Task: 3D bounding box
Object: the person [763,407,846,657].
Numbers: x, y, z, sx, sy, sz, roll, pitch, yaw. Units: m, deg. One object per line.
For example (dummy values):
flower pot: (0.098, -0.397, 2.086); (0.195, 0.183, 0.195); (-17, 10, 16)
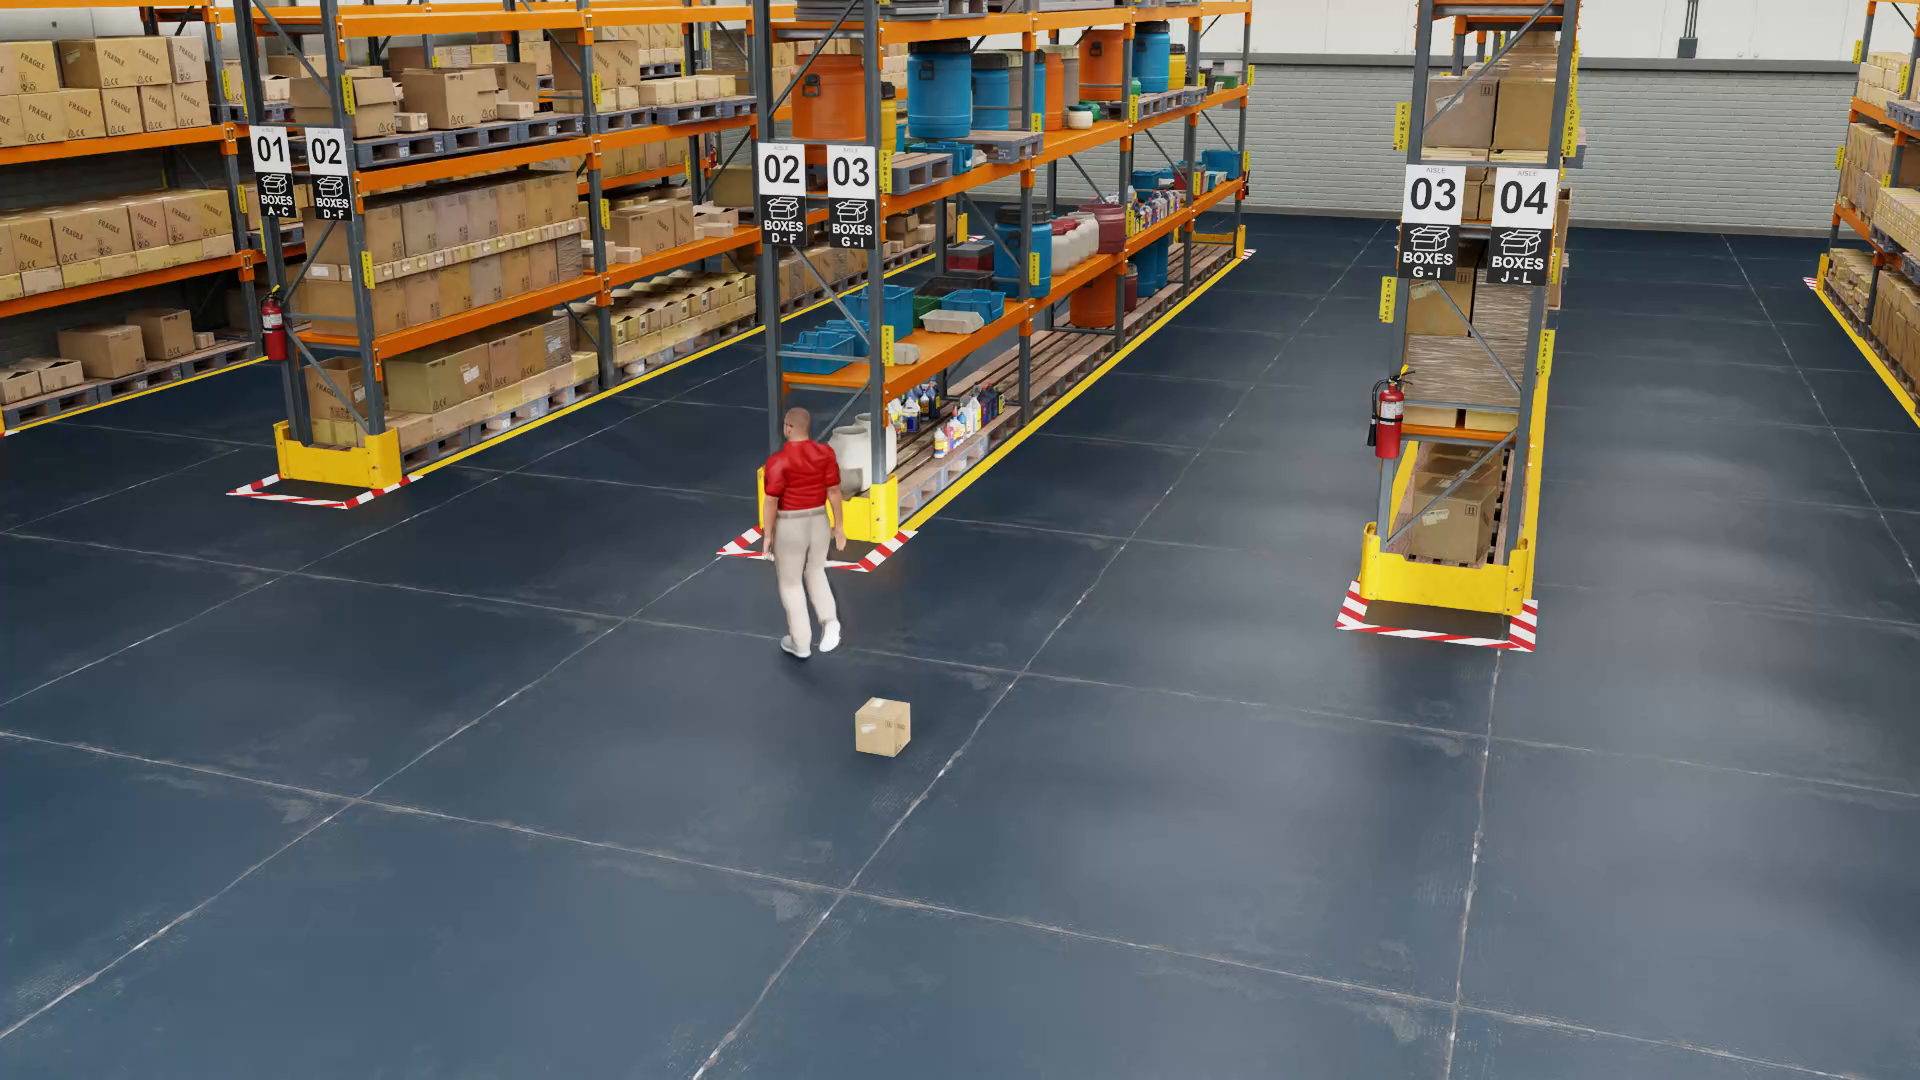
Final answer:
person: (-1.061, -0.050, 11.175); (0.571, 1.735, 0.483); (-12, 22, -33)
